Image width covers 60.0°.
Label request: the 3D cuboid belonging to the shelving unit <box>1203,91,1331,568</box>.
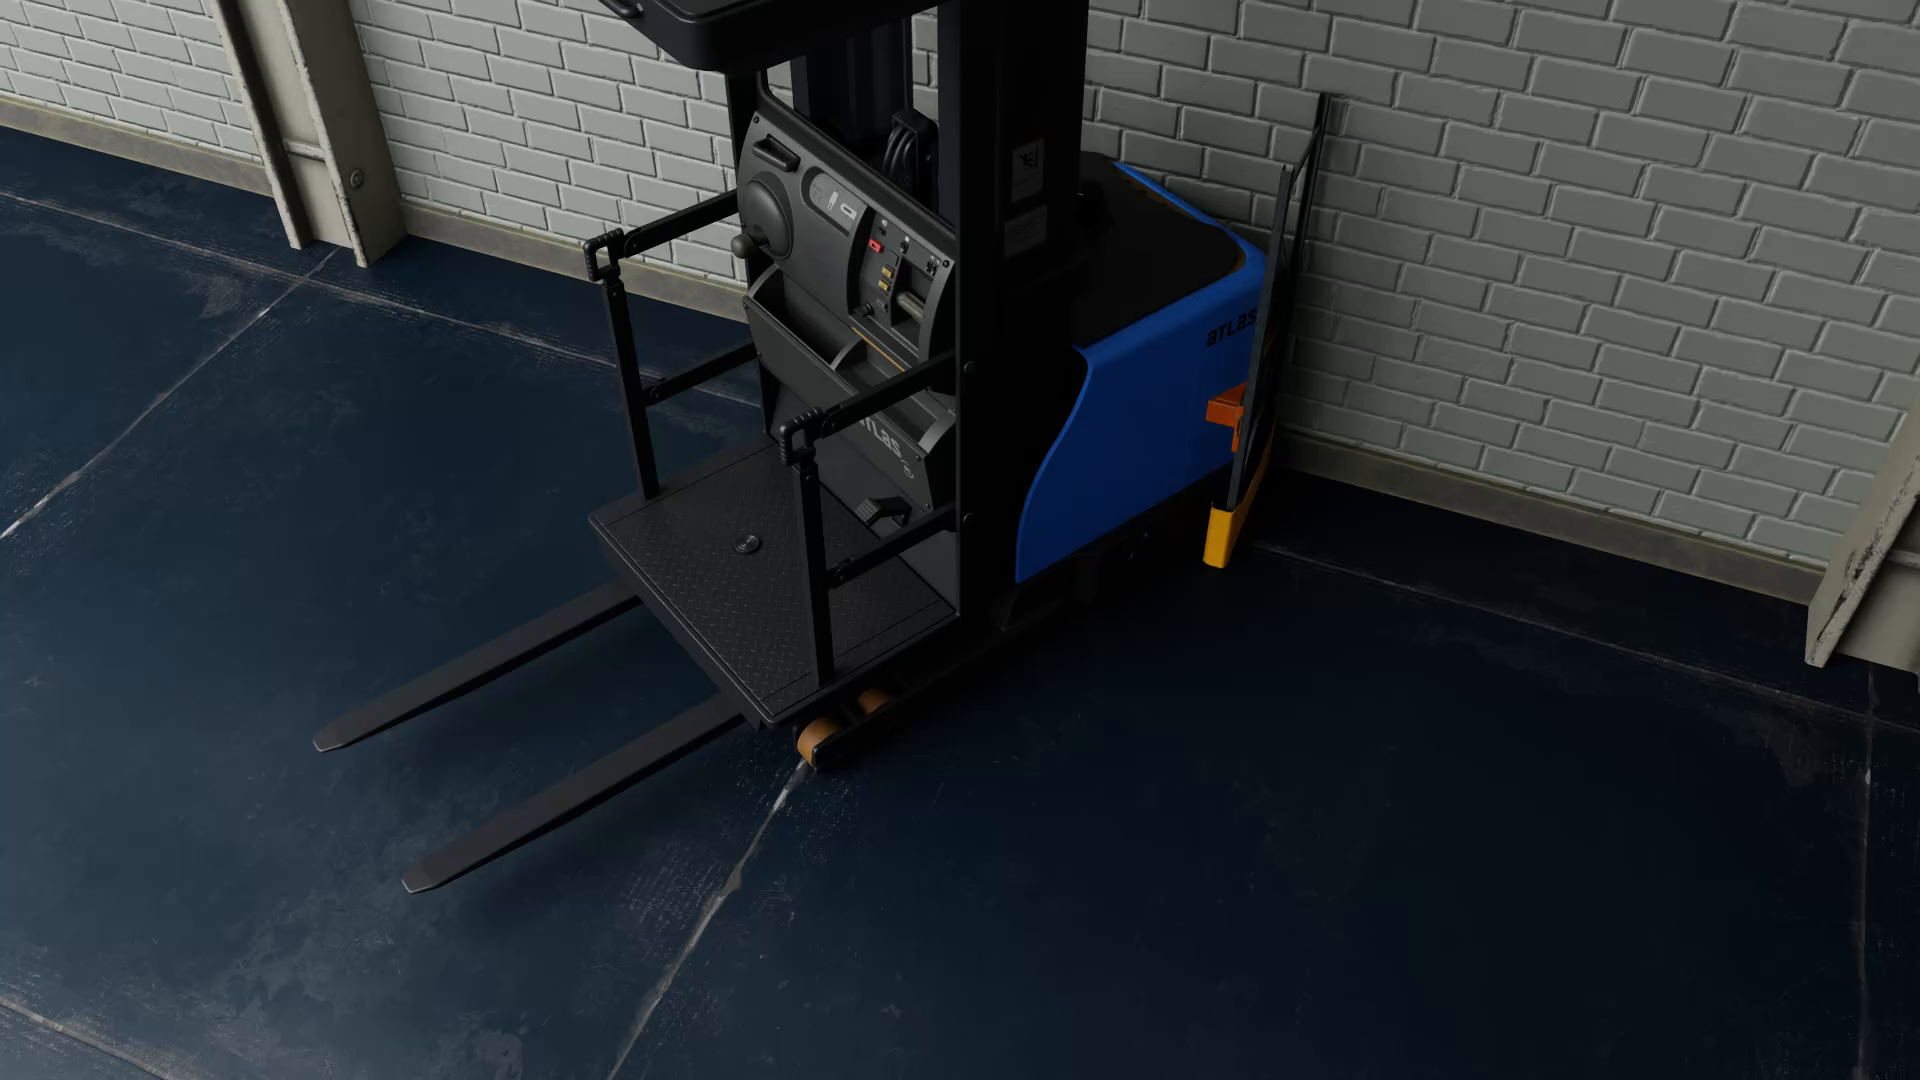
[{"bbox_3d":[0.518,-0.775,5.467,1.083,1.500,0.587,16,45,15],"label":"shelving unit"}]

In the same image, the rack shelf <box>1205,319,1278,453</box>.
[{"bbox_3d":[0.524,-0.642,5.588,1.000,0.185,0.538,16,45,15],"label":"rack shelf"}]

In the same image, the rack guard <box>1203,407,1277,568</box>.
[{"bbox_3d":[0.972,-0.188,5.762,0.087,0.250,0.587,16,45,15],"label":"rack guard"}]

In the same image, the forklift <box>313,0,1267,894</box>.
[{"bbox_3d":[-0.491,-0.769,4.445,3.031,2.935,1.130,-29,52,-26],"label":"forklift"}]

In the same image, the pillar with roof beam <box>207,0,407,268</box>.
[{"bbox_3d":[-4.232,-1.667,1.046,0.400,9.000,9.100,16,47,16],"label":"pillar with roof beam"}]

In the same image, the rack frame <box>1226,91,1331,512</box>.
[{"bbox_3d":[0.997,-0.638,5.329,0.032,1.500,0.500,16,45,15],"label":"rack frame"}]
